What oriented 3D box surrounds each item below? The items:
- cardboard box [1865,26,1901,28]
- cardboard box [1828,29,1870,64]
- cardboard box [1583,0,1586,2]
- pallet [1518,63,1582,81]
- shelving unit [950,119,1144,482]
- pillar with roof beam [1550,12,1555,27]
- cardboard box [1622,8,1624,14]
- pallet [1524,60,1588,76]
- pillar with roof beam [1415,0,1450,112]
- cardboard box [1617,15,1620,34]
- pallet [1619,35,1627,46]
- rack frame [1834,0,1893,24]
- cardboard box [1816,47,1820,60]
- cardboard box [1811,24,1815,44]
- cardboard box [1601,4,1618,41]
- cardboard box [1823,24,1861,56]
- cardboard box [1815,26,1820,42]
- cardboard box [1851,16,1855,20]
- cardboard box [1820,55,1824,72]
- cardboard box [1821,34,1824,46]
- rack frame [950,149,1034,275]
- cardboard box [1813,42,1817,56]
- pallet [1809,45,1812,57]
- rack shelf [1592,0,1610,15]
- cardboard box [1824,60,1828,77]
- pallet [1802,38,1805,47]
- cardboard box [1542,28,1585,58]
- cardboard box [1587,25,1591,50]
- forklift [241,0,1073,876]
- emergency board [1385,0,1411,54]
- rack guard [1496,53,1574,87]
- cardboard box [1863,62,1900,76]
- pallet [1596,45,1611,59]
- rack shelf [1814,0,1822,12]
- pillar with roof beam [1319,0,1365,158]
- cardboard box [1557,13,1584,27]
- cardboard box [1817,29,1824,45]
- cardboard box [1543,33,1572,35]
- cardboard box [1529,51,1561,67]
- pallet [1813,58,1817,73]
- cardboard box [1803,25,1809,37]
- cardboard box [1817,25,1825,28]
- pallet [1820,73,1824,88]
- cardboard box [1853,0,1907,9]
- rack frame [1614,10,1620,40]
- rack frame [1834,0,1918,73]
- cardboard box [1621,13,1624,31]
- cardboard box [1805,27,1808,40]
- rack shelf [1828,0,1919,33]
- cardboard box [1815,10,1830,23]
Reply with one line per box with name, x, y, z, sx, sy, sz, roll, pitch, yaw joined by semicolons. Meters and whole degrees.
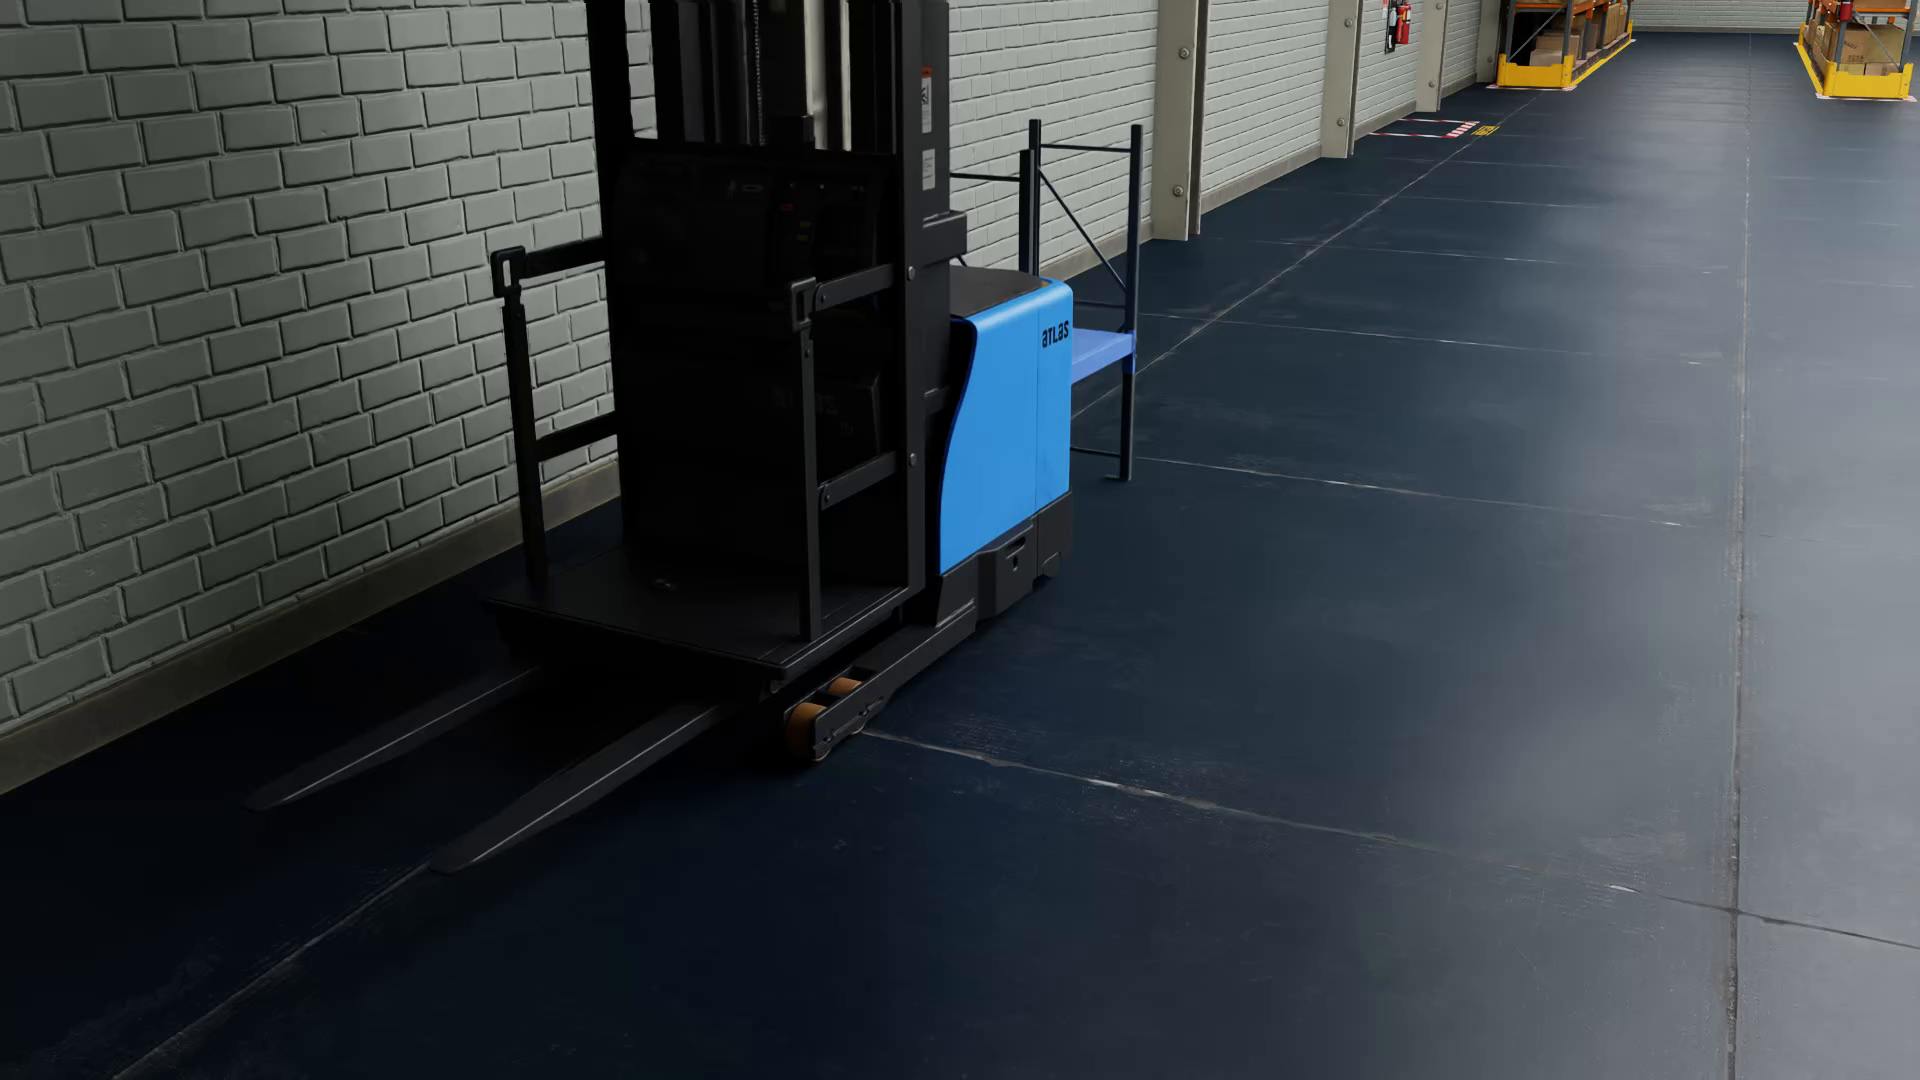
cardboard box;15.150;-8.190;27.380;0.500;0.500;0.500;9;21;23
cardboard box;14.059;-7.803;26.292;0.500;0.500;0.500;9;21;23
cardboard box;10.493;-9.381;28.566;0.500;0.250;0.500;8;21;22
pallet;10.487;-8.346;29.622;1.003;0.211;1.213;9;21;23
shelving unit;0.274;-0.852;6.626;0.538;1.500;1.048;10;22;26
pillar with roof beam;17.929;-15.258;35.944;9.100;9.000;0.400;9;21;23
cardboard box;15.424;-12.469;39.190;0.380;0.149;0.250;8;21;21
pallet;10.986;-8.720;30.674;1.003;0.211;1.213;9;21;23
pillar with roof beam;10.558;-9.756;20.471;9.100;9.000;0.400;9;21;23
cardboard box;14.904;-11.925;38.626;0.700;0.500;0.500;9;21;23
pallet;15.385;-11.972;39.818;1.003;0.211;1.213;9;21;23
rack frame;15.749;-9.566;28.890;1.000;3.000;0.127;9;21;23
cardboard box;16.072;-8.945;30.622;0.500;0.250;0.500;9;21;24
cardboard box;18.185;-10.610;34.900;0.500;0.500;0.500;9;21;23
cardboard box;13.995;-11.386;36.590;0.750;0.750;0.750;9;22;24
cardboard box;14.864;-8.417;28.017;0.500;0.500;0.500;9;21;23
cardboard box;16.905;-9.835;32.288;0.500;0.311;0.500;9;22;25
cardboard box;20.665;-12.064;38.987;0.500;0.500;0.500;9;21;23
cardboard box;14.864;-8.064;28.143;0.500;0.250;0.500;9;21;23
cardboard box;15.653;-8.895;29.645;0.500;0.311;0.500;9;21;23
rack frame;0.035;-0.702;6.204;0.500;1.500;0.032;10;22;26
cardboard box;16.700;-9.417;31.949;0.500;0.250;0.500;8;21;21
pallet;18.726;-10.444;35.520;1.003;0.211;1.213;9;21;23
rack shelf;12.047;-10.517;32.638;1.077;0.370;4.000;9;21;23
cardboard box;14.255;-7.604;26.851;0.500;0.250;0.500;9;21;23
pallet;20.306;-11.653;38.921;1.003;0.211;1.213;9;21;23
cardboard box;11.515;-9.501;31.782;0.700;0.500;0.500;9;22;25
cardboard box;12.302;-10.128;33.544;0.700;0.500;0.500;9;21;23
forklift;-0.727;-0.925;4.696;1.130;2.935;3.031;10;22;26
emergency board;5.584;-6.770;21.028;0.194;1.169;0.643;9;21;23
rack guard;9.621;-7.867;27.844;1.175;0.500;0.348;9;21;23
cardboard box;14.534;-7.379;26.217;0.500;0.250;0.500;9;21;23
pallet;13.258;-10.384;35.352;1.003;0.211;1.213;9;21;23
rack shelf;18.206;-11.061;34.168;1.077;0.370;4.000;9;21;23
pillar with roof beam;8.101;-7.922;15.314;9.100;9.000;0.400;9;21;23
cardboard box;11.901;-10.149;32.485;0.500;0.250;0.500;8;21;21
cardboard box;16.276;-9.361;30.953;0.500;0.311;0.500;8;21;22
cardboard box;10.840;-8.951;30.235;0.500;0.500;0.500;7;21;19
cardboard box;9.956;-8.161;28.296;0.500;0.311;0.500;6;20;17
pallet;16.513;-8.857;31.058;1.003;0.211;1.213;9;21;23
cardboard box;19.977;-11.866;38.804;0.500;0.250;0.500;9;21;23
cardboard box;17.556;-10.136;33.568;0.500;0.500;0.500;9;22;25
pallet;14.887;-7.640;27.637;1.003;0.211;1.213;9;21;23
cardboard box;14.314;-8.531;25.831;0.700;0.500;0.500;9;21;23
rack frame;14.504;-12.690;37.674;1.000;3.000;0.127;9;21;23
rack frame;14.111;-8.343;25.451;1.000;3.000;0.127;9;21;23
cardboard box;15.537;-12.398;39.958;0.700;0.500;0.500;8;21;21
cardboard box;19.307;-11.394;37.387;0.500;0.311;0.500;9;21;23
rack shelf;14.930;-8.615;27.291;1.077;0.370;4.000;9;21;23
cardboard box;17.990;-10.821;34.373;0.500;0.250;0.500;8;21;22
